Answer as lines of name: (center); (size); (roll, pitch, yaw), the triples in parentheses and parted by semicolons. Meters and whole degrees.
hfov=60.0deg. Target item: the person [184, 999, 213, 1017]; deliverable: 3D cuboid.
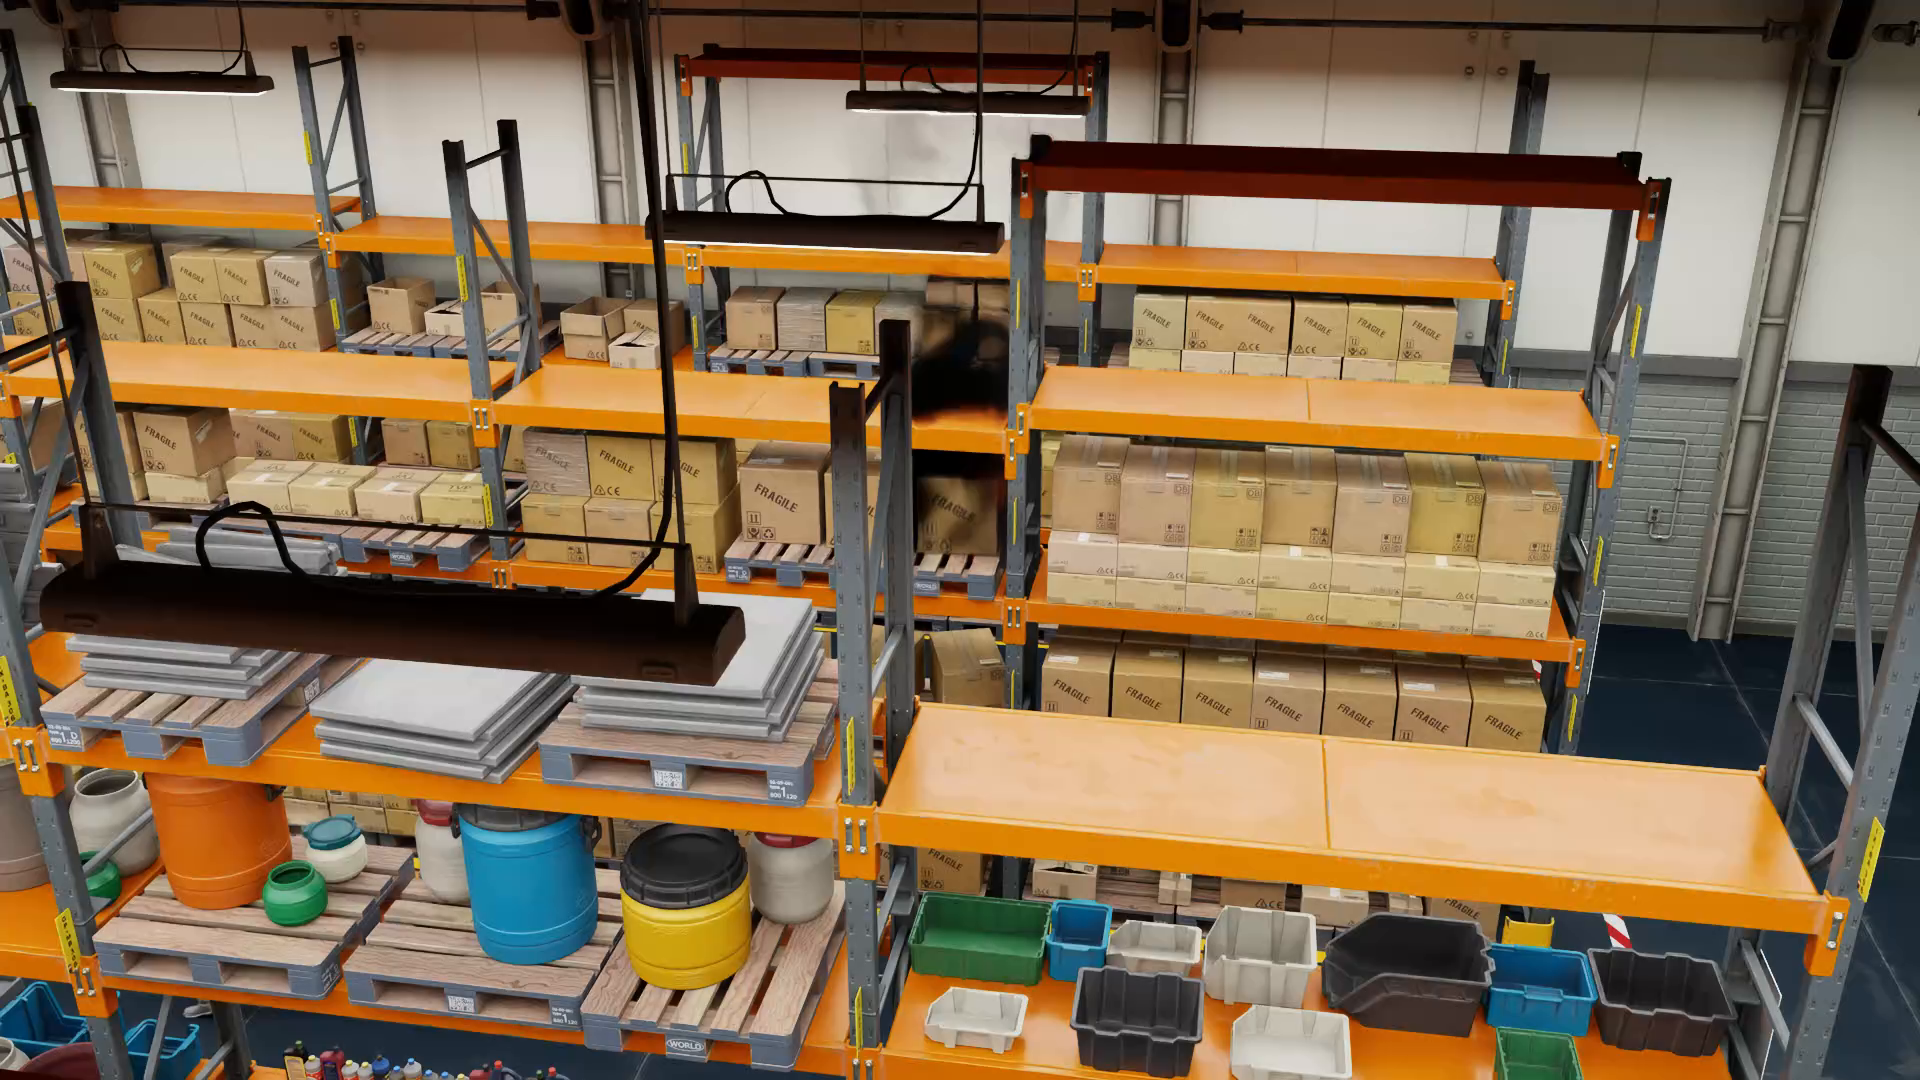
person: (-5.456, 2.711, 11.935); (0.640, 1.654, 0.649); (-2, 23, -4)
